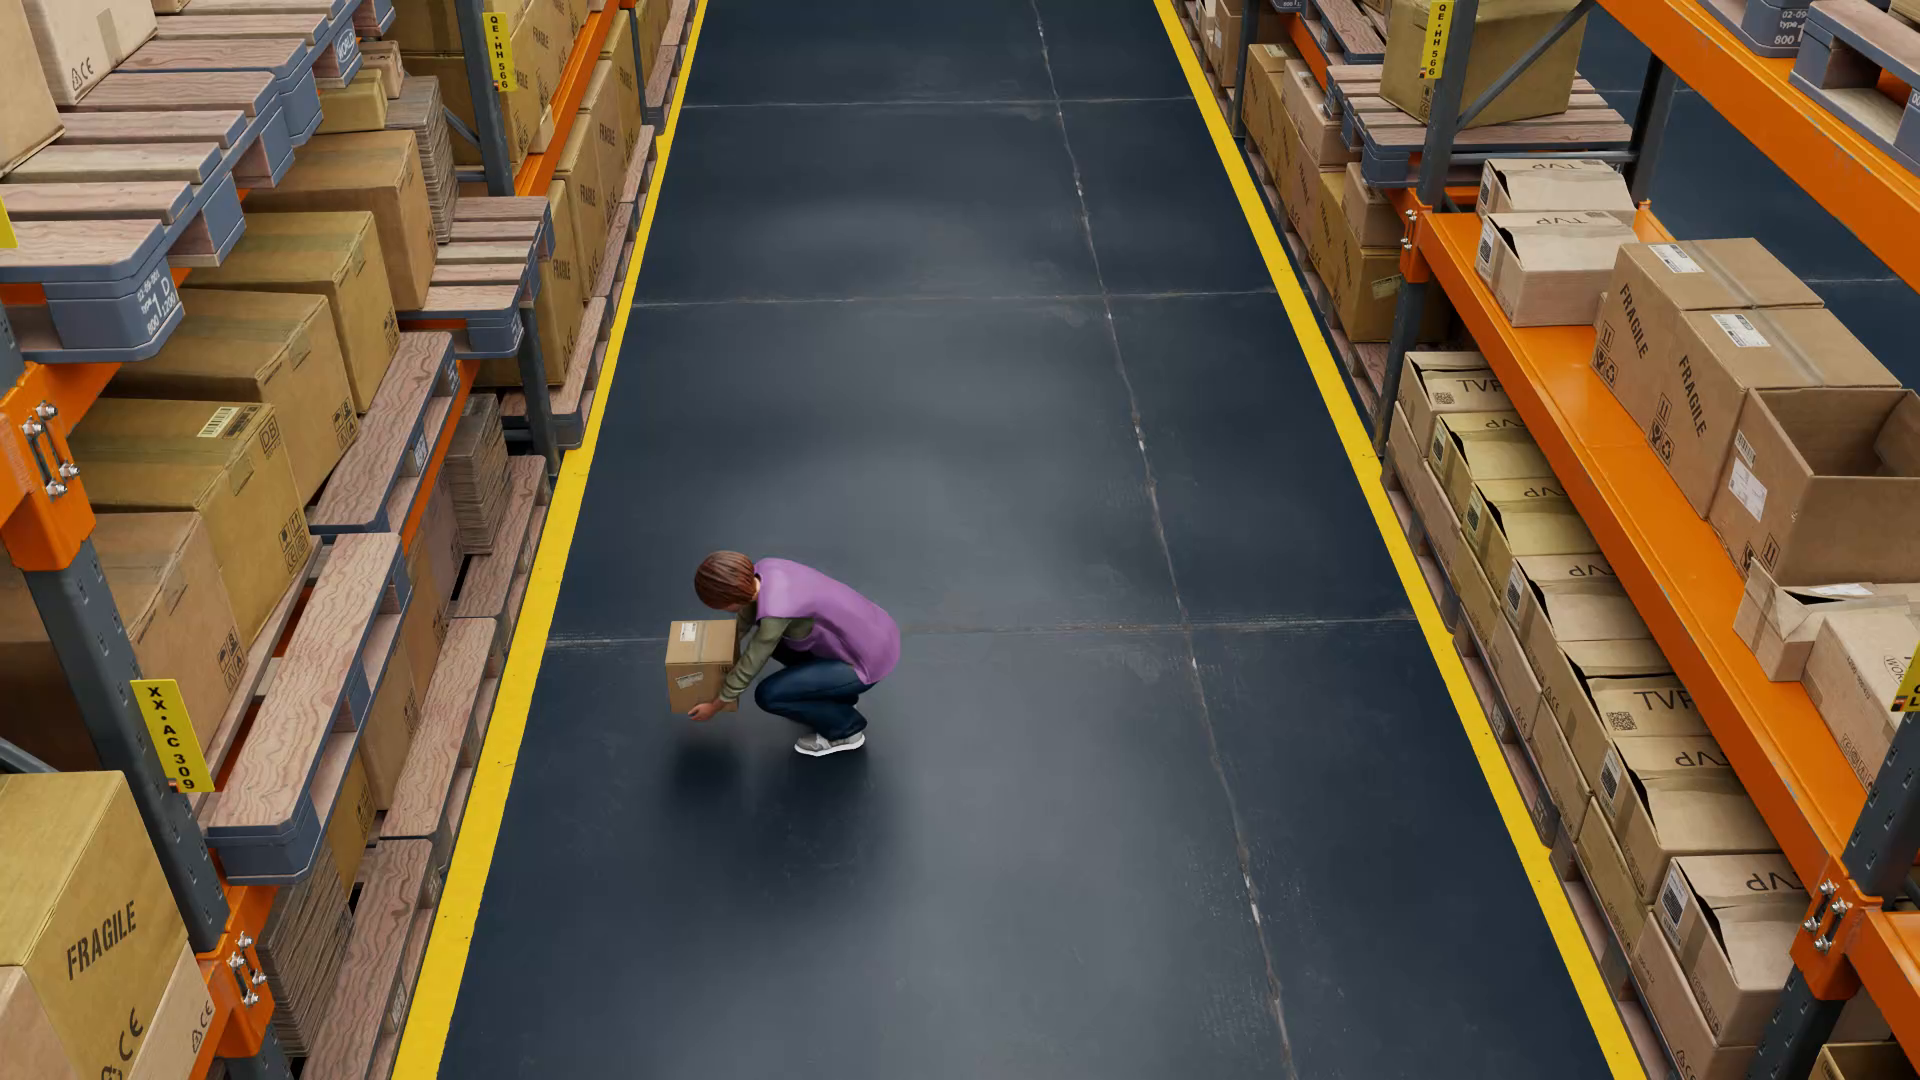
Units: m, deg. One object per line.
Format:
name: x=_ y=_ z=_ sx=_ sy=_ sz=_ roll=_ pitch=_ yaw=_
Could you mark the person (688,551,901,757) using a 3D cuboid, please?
person: x=-0.626 y=0.393 z=6.233 sx=0.811 sy=0.875 sz=0.458 roll=-1 pitch=36 yaw=-2
